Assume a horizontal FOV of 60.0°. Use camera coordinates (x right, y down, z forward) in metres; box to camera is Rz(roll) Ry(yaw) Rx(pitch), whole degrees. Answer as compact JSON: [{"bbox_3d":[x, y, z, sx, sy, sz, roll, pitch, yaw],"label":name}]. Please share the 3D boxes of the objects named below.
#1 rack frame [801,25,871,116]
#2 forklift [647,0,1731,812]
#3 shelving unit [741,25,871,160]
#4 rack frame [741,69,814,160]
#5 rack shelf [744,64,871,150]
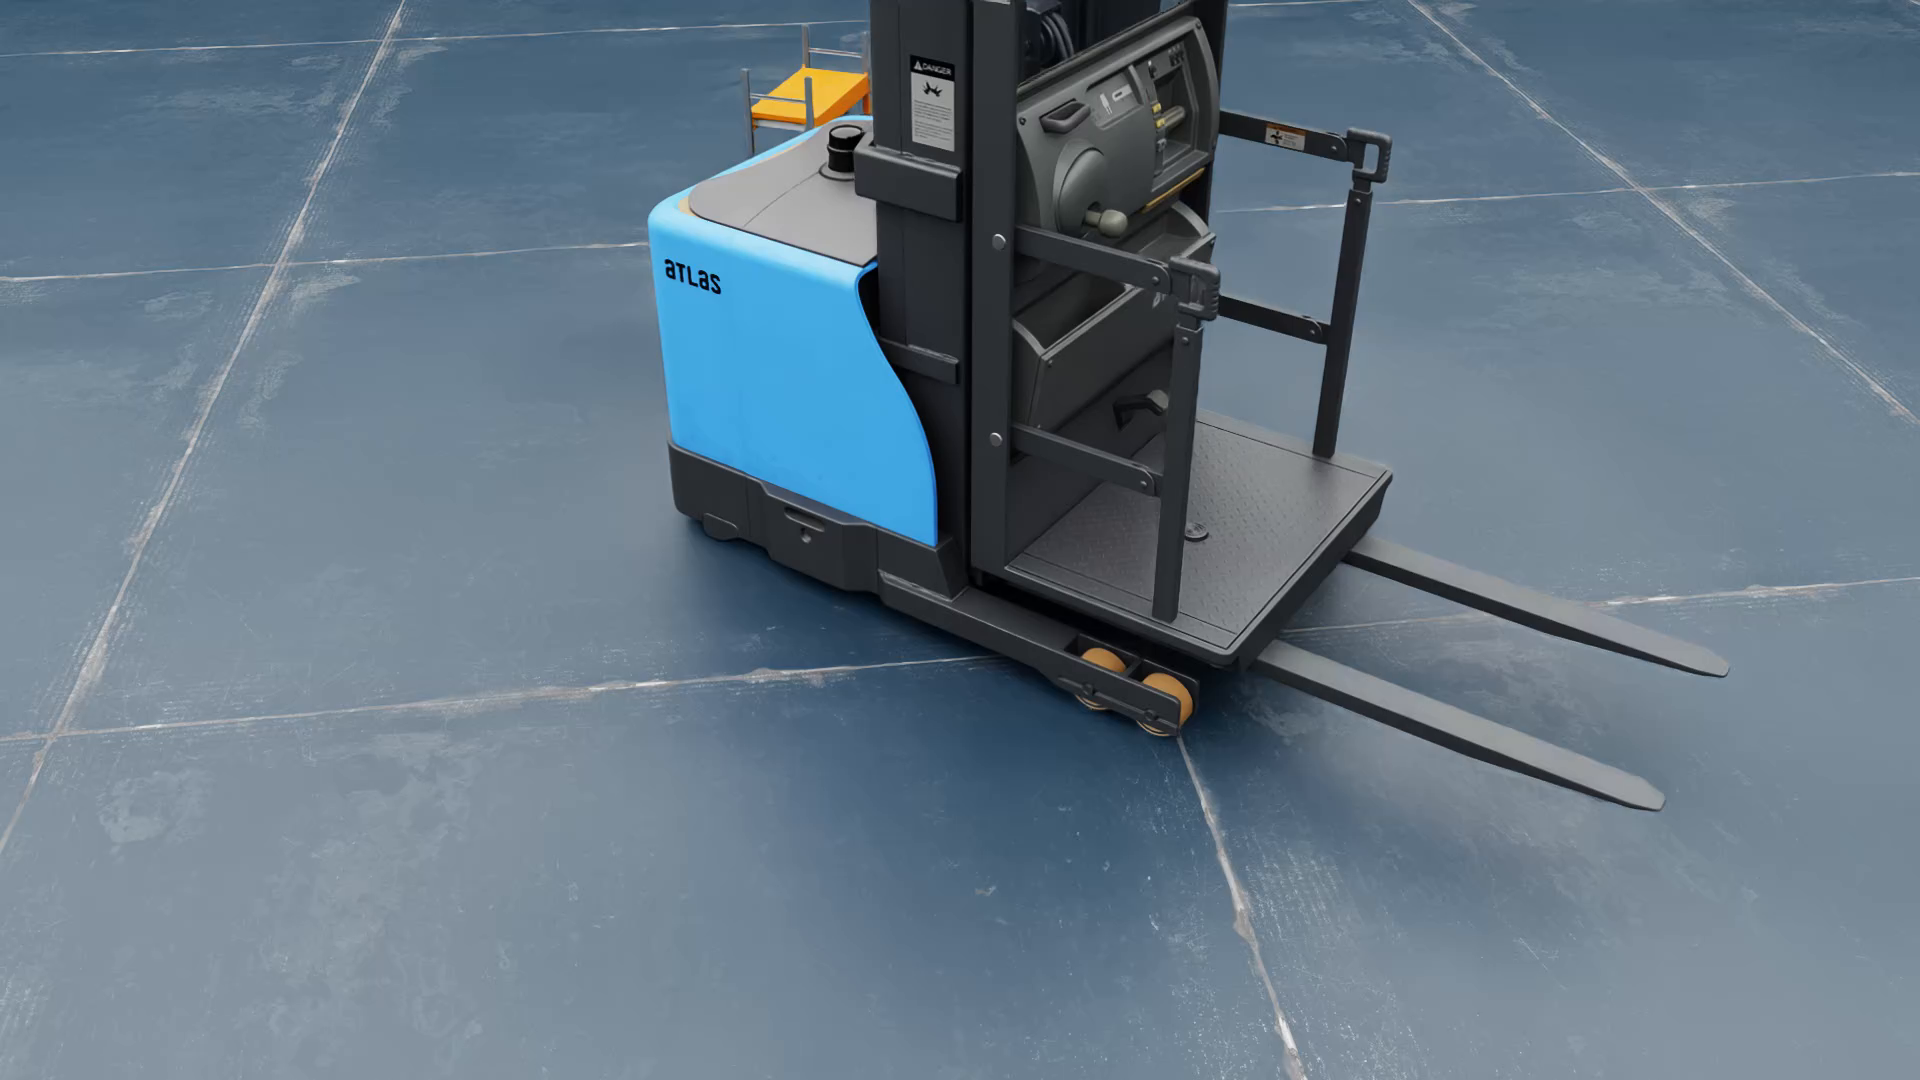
[{"bbox_3d":[-0.429,-1.252,6.022,0.240,1.200,0.015,11,36,15],"label":"rack frame"},{"bbox_3d":[0.591,-1.026,4.153,3.031,2.935,1.130,21,40,28],"label":"forklift"},{"bbox_3d":[-0.508,-1.122,5.832,0.258,1.200,0.503,11,36,15],"label":"shelving unit"},{"bbox_3d":[-0.586,-0.992,5.641,0.240,1.200,0.015,11,36,15],"label":"rack frame"},{"bbox_3d":[-0.508,-1.447,5.610,0.258,0.148,0.480,11,36,15],"label":"rack shelf"}]
